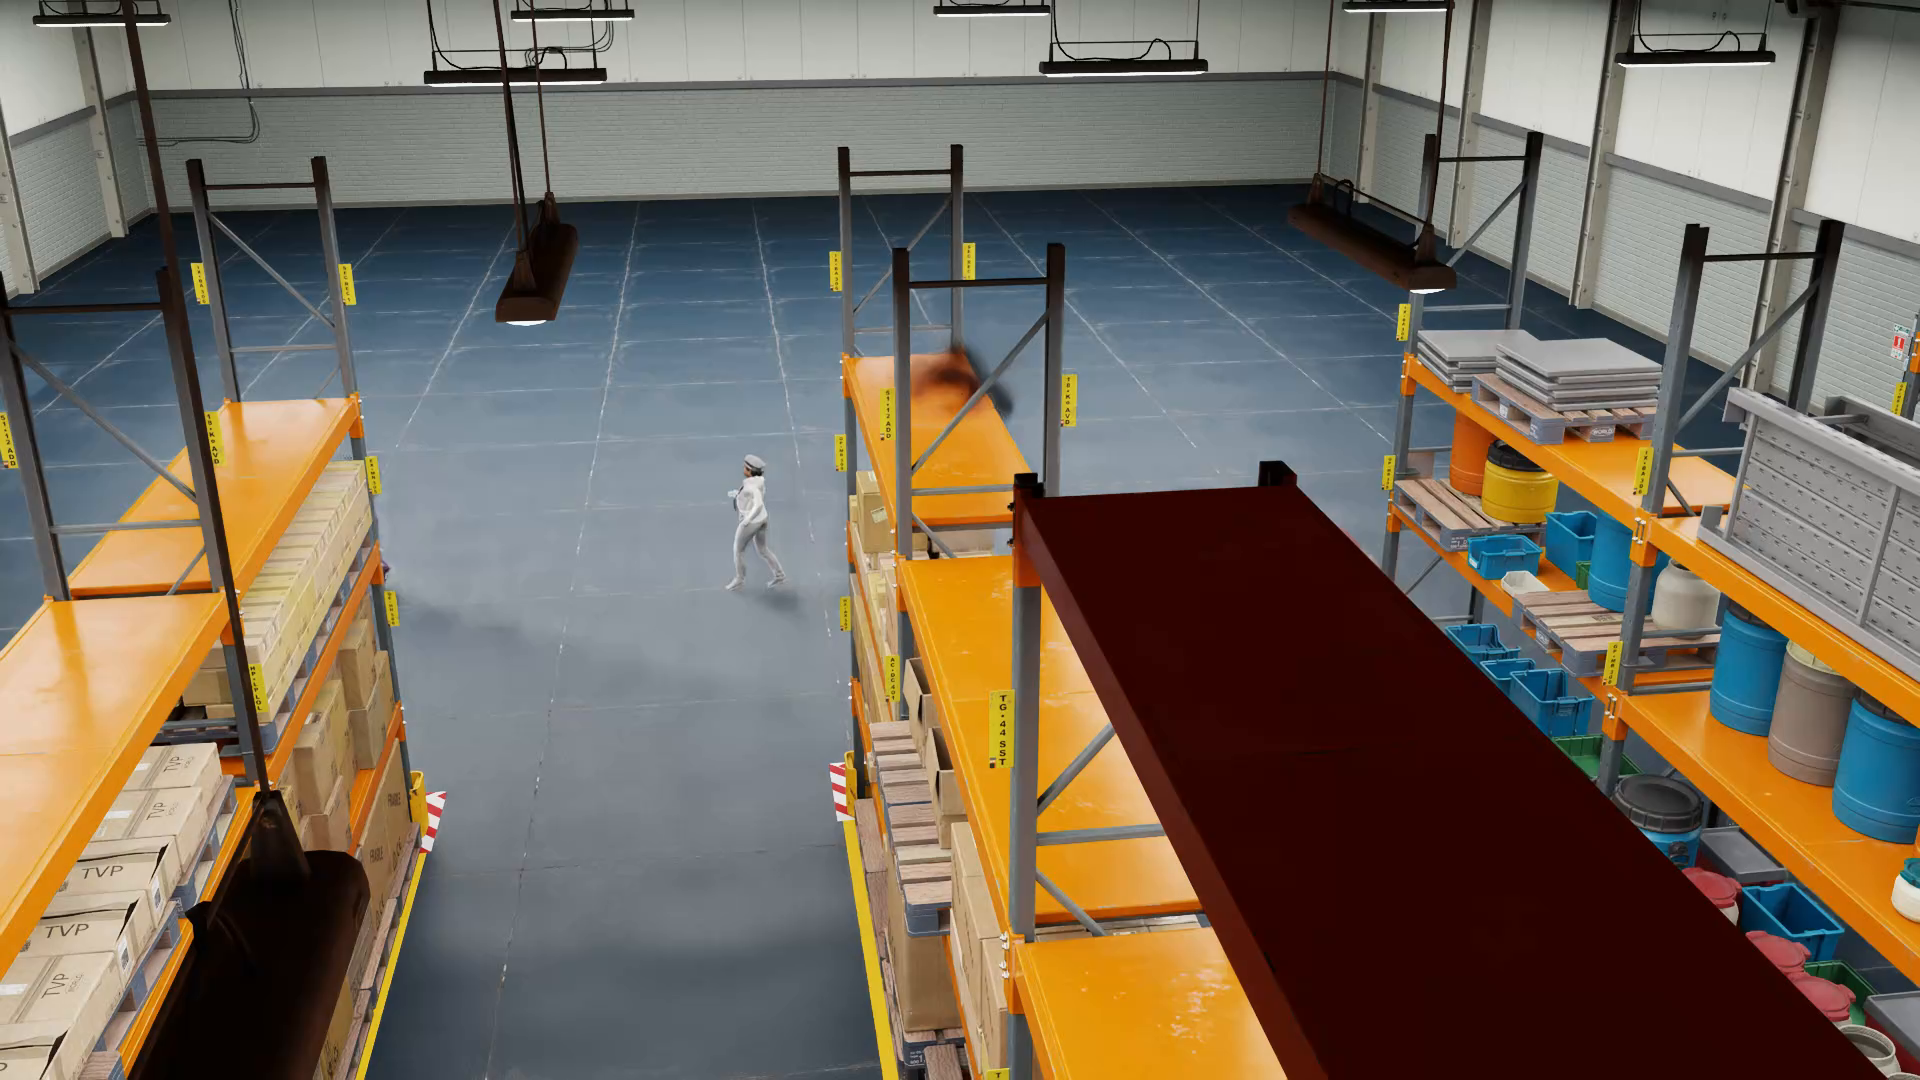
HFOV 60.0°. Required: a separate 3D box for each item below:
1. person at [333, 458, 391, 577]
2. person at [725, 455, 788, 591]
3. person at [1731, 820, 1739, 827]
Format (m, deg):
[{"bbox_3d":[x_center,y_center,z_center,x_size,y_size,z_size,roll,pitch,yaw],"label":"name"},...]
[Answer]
[{"bbox_3d":[-7.321,-0.191,19.894,0.921,1.637,0.609,8,23,19],"label":"person"},{"bbox_3d":[-2.447,-0.187,19.775,0.784,1.730,0.578,8,23,19],"label":"person"},{"bbox_3d":[6.616,2.195,13.802,0.547,1.756,0.761,-9,23,-22],"label":"person"}]
